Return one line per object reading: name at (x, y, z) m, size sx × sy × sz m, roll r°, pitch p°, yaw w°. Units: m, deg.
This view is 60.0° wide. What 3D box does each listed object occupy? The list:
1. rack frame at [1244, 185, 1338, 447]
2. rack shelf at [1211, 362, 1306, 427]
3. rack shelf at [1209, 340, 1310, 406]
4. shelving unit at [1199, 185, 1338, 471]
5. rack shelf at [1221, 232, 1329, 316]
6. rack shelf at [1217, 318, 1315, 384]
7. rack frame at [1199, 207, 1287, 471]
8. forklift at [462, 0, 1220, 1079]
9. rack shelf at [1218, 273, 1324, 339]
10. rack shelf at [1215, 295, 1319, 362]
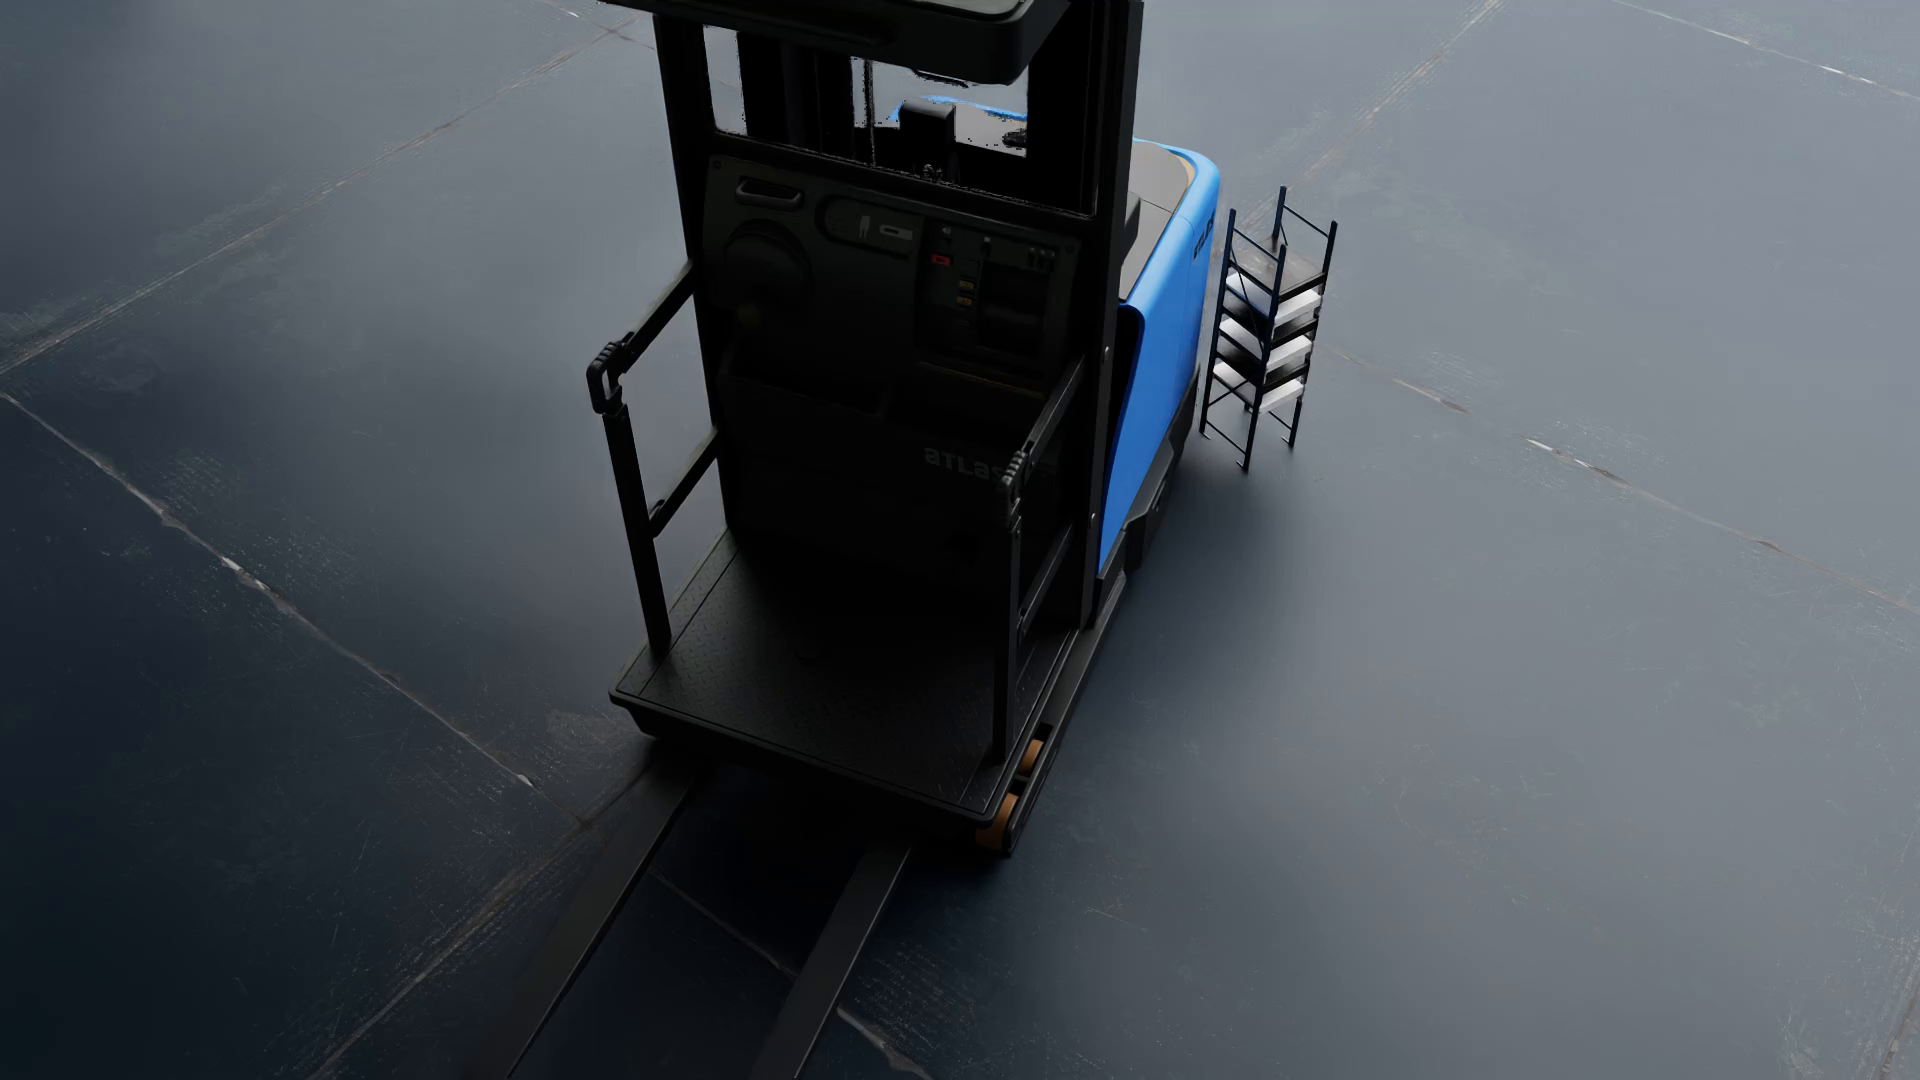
rack frame at (1.042, -0.693, 5.290) m, size 0.006 × 0.900 × 0.240 m, roll -27°, pitch 52°, yaw -24°
rack shelf at (0.959, -0.503, 5.403) m, size 0.200 × 0.077 × 0.258 m, roll -27°, pitch 52°, yaw -24°
rack shelf at (0.959, -0.565, 5.338) m, size 0.200 × 0.077 × 0.258 m, roll -27°, pitch 52°, yaw -24°
shelving unit at (0.959, -0.650, 5.249) m, size 0.210 × 0.900 × 0.258 m, roll -27°, pitch 52°, yaw -24°
rack shelf at (0.959, -0.814, 5.078) m, size 0.200 × 0.077 × 0.258 m, roll -27°, pitch 52°, yaw -24°
rack shelf at (0.959, -0.627, 5.273) m, size 0.200 × 0.077 × 0.258 m, roll -27°, pitch 52°, yaw -24°
rack frame at (0.876, -0.608, 5.208) m, size 0.006 × 0.900 × 0.240 m, roll -27°, pitch 52°, yaw -24°
forklift at (-0.251, -0.534, 3.733) m, size 1.130 × 2.935 × 3.031 m, roll 16°, pitch 48°, yaw 15°
rack shelf at (0.959, -0.752, 5.143) m, size 0.200 × 0.077 × 0.258 m, roll -27°, pitch 52°, yaw -24°
rack shelf at (0.959, -0.690, 5.208) m, size 0.200 × 0.077 × 0.258 m, roll -27°, pitch 52°, yaw -24°
